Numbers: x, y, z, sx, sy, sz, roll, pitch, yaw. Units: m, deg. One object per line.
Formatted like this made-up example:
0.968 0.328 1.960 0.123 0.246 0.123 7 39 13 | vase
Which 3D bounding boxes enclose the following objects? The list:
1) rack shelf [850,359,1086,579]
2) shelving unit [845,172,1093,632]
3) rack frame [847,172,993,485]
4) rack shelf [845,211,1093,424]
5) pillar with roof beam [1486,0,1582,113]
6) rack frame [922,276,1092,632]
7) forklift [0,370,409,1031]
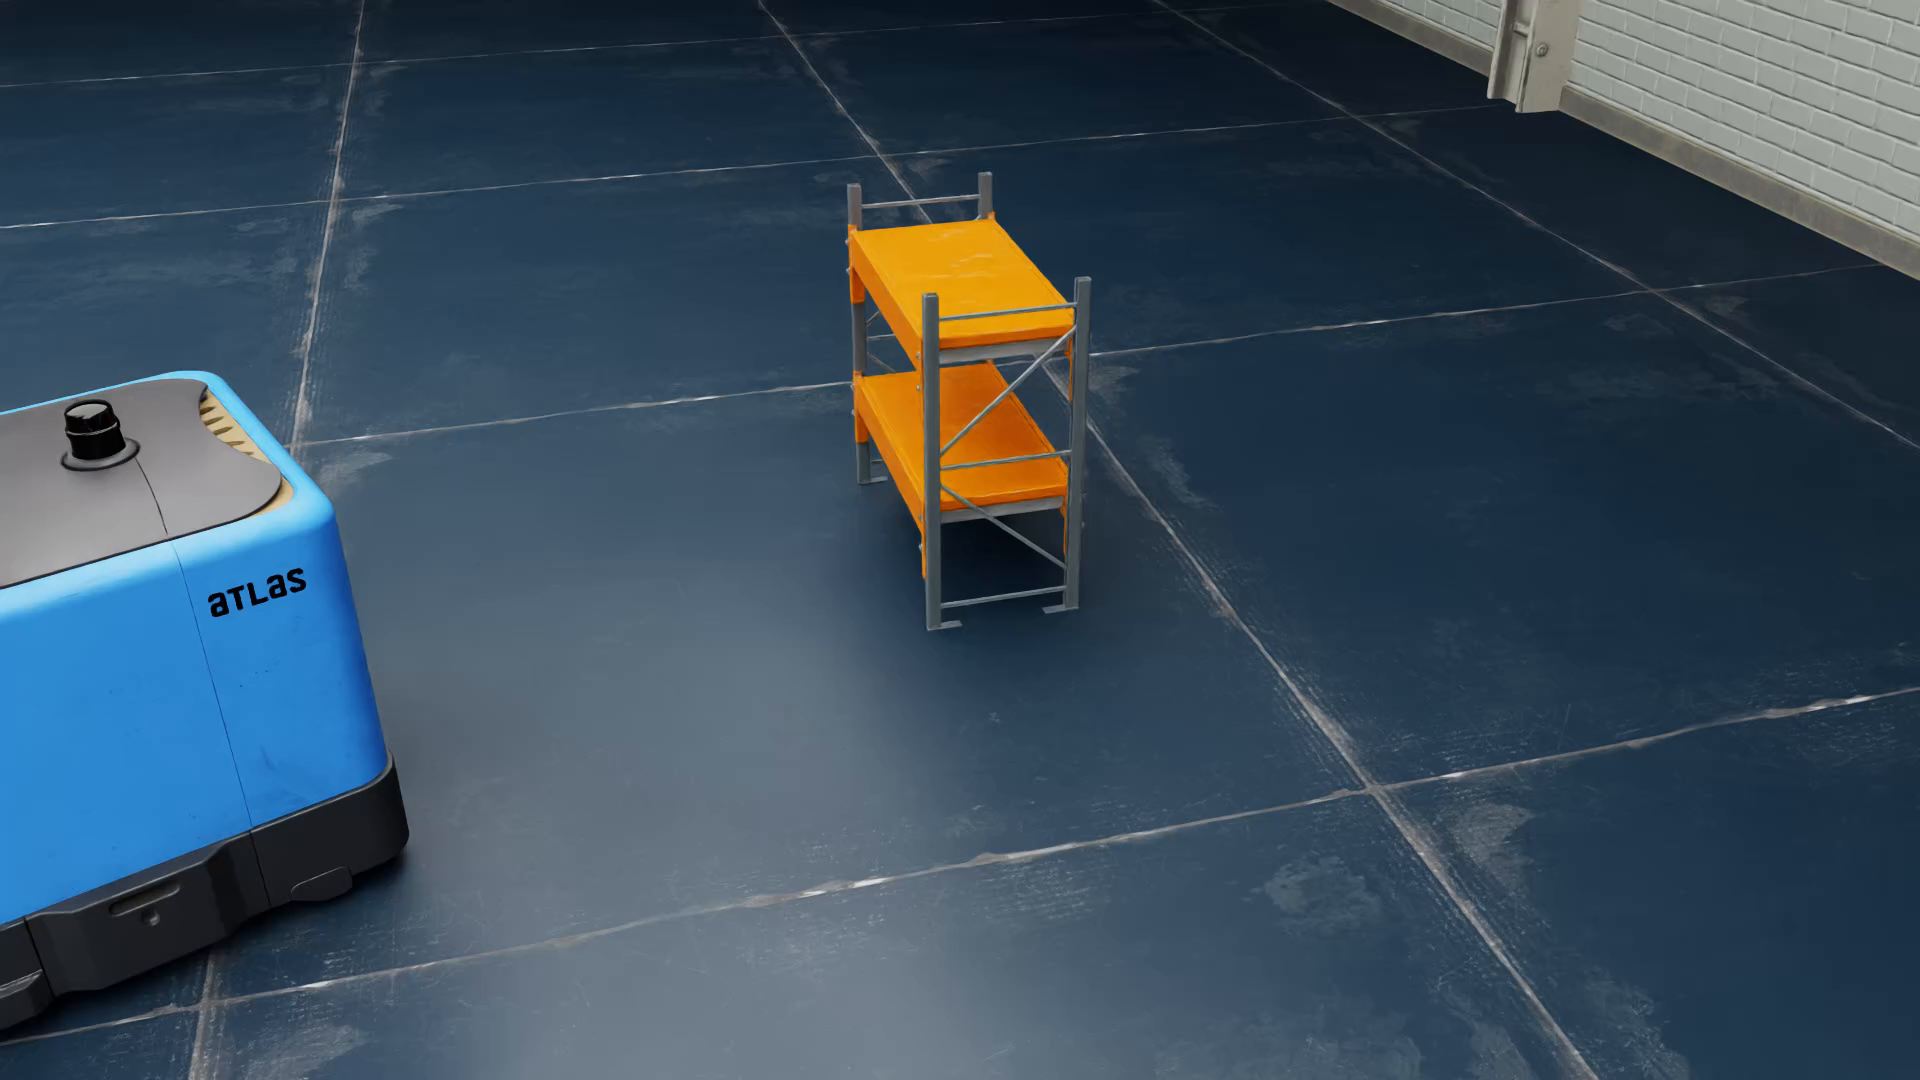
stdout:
0.002 -0.272 5.585 0.538 0.278 1.000 -8 31 -13 | rack shelf
0.002 -0.484 5.463 0.538 1.125 1.048 -8 31 -13 | shelving unit
-0.133 -0.729 5.887 0.500 1.125 0.032 -8 31 -13 | rack frame
0.002 -0.737 5.316 0.538 0.278 1.000 -8 31 -13 | rack shelf
-0.579 -6.090 7.288 9.100 9.000 0.400 -8 31 -13 | pillar with roof beam
0.137 -0.238 5.038 0.500 1.125 0.032 -8 31 -13 | rack frame
-2.900 -0.175 3.126 3.031 2.935 1.130 -21 36 -31 | forklift
